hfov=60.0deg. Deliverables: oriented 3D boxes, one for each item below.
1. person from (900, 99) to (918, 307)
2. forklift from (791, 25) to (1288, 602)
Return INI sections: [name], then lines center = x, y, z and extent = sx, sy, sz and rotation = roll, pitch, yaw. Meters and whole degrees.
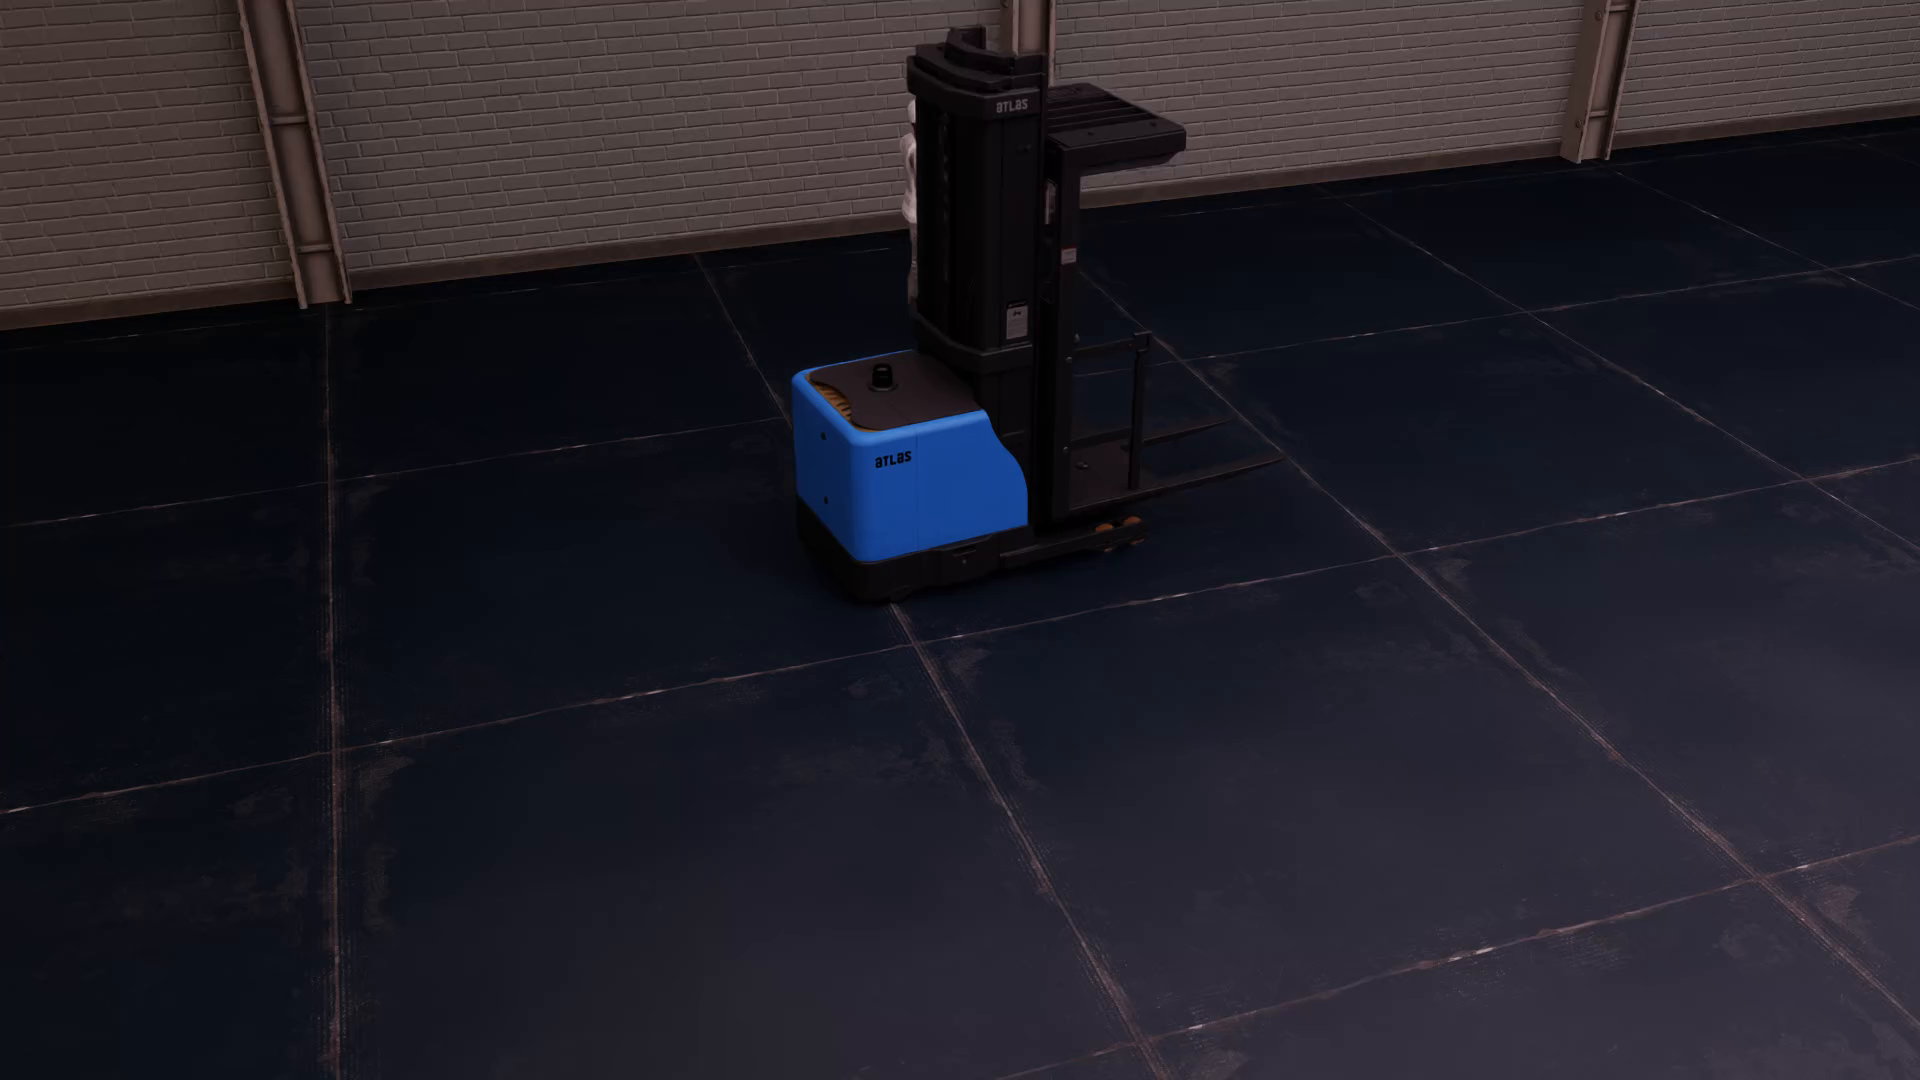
[person]
center = -0.235, -2.417, 12.436
extent = 0.386, 1.790, 0.539
rotation = -7, 31, -12
[forklift]
center = 0.567, -1.420, 9.555
extent = 3.031, 2.935, 1.130
rotation = -14, 33, -23
